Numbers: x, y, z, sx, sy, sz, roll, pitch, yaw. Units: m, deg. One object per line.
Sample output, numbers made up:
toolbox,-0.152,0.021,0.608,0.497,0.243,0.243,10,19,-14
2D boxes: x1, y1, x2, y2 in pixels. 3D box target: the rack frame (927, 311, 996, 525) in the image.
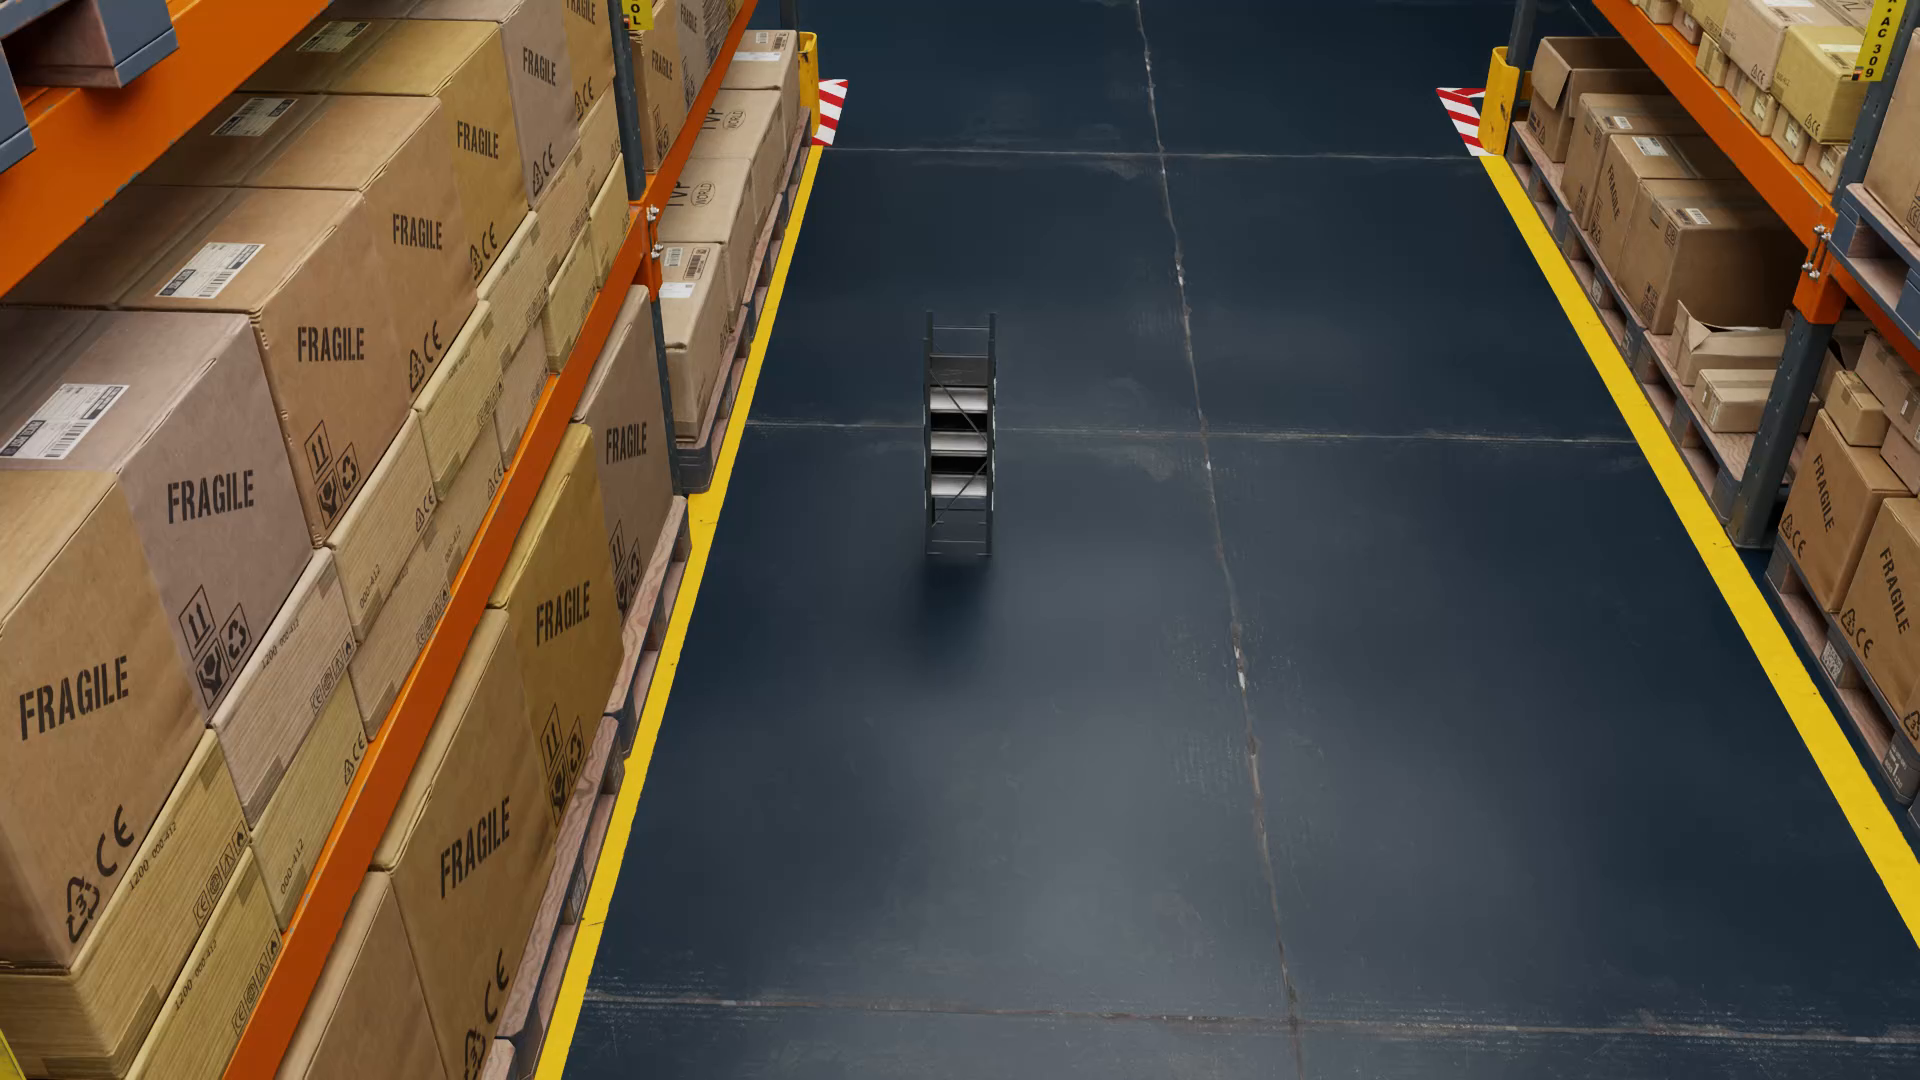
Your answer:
rack frame,0.004,-0.431,6.081,0.240,0.900,0.006,1,35,2

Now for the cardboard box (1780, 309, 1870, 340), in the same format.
cardboard box,3.672,-0.843,6.955,0.380,0.149,0.250,1,35,1

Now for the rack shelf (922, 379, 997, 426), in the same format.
rack shelf,0.000,-0.493,5.914,0.258,0.077,0.200,1,35,2

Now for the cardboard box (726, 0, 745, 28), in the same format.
cardboard box,-1.216,-2.502,7.114,0.500,0.500,0.500,2,35,3

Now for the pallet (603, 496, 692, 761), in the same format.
pallet,-1.524,0.259,5.698,1.003,0.211,1.213,1,35,2

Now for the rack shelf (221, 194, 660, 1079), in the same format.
rack shelf,-1.648,0.117,4.101,1.077,0.370,4.000,1,35,2

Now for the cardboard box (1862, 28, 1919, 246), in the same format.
cardboard box,3.149,-1.154,4.831,0.700,0.500,0.500,2,35,3

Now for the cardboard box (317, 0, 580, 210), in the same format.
cardboard box,-1.348,-1.217,4.416,0.500,0.500,0.500,2,35,3

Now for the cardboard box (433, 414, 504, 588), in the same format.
cardboard box,-1.411,-0.123,3.947,0.500,0.250,0.500,1,35,2

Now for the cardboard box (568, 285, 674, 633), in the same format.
cardboard box,-1.513,-0.271,5.510,0.875,0.875,0.875,2,35,3

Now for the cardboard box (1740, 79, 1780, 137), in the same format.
cardboard box,3.127,-1.600,6.137,0.380,0.149,0.250,2,35,3

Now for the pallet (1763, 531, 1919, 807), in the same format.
pallet,3.397,0.395,5.505,1.003,0.211,1.213,1,35,2

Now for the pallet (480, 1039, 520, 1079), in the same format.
pallet,-1.622,1.661,3.703,1.003,0.211,1.213,1,35,2

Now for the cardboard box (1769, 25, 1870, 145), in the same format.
cardboard box,3.169,-1.573,5.751,0.500,0.250,0.500,2,35,3

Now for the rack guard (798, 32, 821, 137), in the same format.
rack guard,-1.406,-2.616,9.537,1.175,0.500,0.348,1,35,2

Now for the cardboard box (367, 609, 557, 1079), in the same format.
cardboard box,-1.578,0.762,4.040,0.875,0.875,0.875,2,35,2

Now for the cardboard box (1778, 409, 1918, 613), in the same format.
cardboard box,3.148,-0.091,5.579,0.500,0.500,0.500,3,35,4

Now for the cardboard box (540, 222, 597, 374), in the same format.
cardboard box,-1.356,-0.709,4.781,0.500,0.250,0.500,1,35,1

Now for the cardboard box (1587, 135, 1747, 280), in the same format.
cardboard box,3.239,-1.521,7.614,0.500,0.500,0.500,2,35,3

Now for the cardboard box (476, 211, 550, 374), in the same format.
cardboard box,-1.370,-0.626,4.228,0.500,0.250,0.500,2,35,3

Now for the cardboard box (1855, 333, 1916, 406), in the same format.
cardboard box,3.172,-0.549,5.408,0.380,0.149,0.250,1,35,1

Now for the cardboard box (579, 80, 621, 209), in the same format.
cardboard box,-1.343,-1.211,5.060,0.500,0.250,0.500,1,35,2

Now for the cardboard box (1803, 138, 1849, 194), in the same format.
cardboard box,3.152,-1.300,5.710,0.380,0.149,0.250,2,35,3

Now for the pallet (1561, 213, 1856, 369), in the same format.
pallet,3.467,-1.171,7.732,1.003,0.211,1.213,1,35,2

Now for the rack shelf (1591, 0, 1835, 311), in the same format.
rack shelf,3.472,-2.069,7.211,1.077,0.370,4.000,1,35,2

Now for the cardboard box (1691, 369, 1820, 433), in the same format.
cardboard box,3.121,-0.547,6.533,0.380,0.149,0.250,0,35,0

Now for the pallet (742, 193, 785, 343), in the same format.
pallet,-1.413,-1.324,7.950,1.003,0.211,1.213,1,35,2

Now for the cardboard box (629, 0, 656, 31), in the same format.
cardboard box,-1.307,-2.045,5.594,0.500,0.500,0.500,2,35,2

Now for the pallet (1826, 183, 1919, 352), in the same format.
pallet,3.251,-0.679,4.774,1.003,0.211,1.213,1,35,2

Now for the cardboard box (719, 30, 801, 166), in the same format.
cardboard box,-1.334,-2.367,8.872,0.875,0.438,0.875,0,35,0

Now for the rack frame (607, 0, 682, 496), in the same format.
rack frame,-1.568,-1.327,5.529,1.000,3.000,0.127,1,35,2

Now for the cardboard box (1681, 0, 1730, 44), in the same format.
cardboard box,3.207,-2.147,6.568,0.500,0.250,0.500,1,35,2

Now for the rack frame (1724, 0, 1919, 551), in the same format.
rack frame,3.392,-1.214,5.369,1.000,3.000,0.127,1,35,2

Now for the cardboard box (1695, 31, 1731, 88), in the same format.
cardboard box,3.147,-1.898,6.560,0.380,0.149,0.250,1,35,1

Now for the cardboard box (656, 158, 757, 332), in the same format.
cardboard box,-1.400,-1.323,7.387,0.875,0.438,0.875,0,35,0

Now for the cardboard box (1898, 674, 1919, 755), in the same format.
cardboard box,3.112,0.502,4.735,0.500,0.500,0.500,0,35,0

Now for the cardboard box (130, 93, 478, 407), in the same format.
cardboard box,-1.394,-0.628,3.579,0.500,0.500,0.500,2,35,3

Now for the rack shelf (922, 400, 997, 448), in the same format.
rack shelf,0.000,-0.419,5.965,0.258,0.077,0.200,1,35,2

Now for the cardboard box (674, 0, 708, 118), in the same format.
cardboard box,-1.263,-1.920,6.287,0.500,0.500,0.500,2,35,2

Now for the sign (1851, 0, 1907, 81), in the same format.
sign,2.849,-1.577,5.132,0.100,0.325,0.005,1,35,2

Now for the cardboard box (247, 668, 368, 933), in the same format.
cardboard box,-1.455,0.462,3.114,0.500,0.250,0.500,0,35,1

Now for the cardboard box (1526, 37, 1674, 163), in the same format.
cardboard box,3.433,-2.314,8.739,0.797,0.503,0.637,0,35,0

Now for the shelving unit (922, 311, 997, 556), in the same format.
shelving unit,0.000,-0.373,5.998,0.258,0.900,0.210,1,35,2

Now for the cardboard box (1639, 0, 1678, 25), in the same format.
cardboard box,3.174,-2.336,7.184,0.380,0.149,0.250,2,35,3

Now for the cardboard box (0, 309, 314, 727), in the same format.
cardboard box,-1.454,-0.041,2.744,0.500,0.500,0.500,1,35,2

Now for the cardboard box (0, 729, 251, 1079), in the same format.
cardboard box,-1.462,0.543,2.565,0.500,0.250,0.500,1,35,2

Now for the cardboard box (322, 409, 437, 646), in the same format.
cardboard box,-1.407,-0.040,3.394,0.500,0.250,0.500,1,35,2

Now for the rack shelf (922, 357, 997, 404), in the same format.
rack shelf,0.000,-0.566,5.862,0.258,0.077,0.200,1,35,2

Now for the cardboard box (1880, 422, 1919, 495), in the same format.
cardboard box,3.178,-0.268,5.267,0.380,0.149,0.250,0,35,1
